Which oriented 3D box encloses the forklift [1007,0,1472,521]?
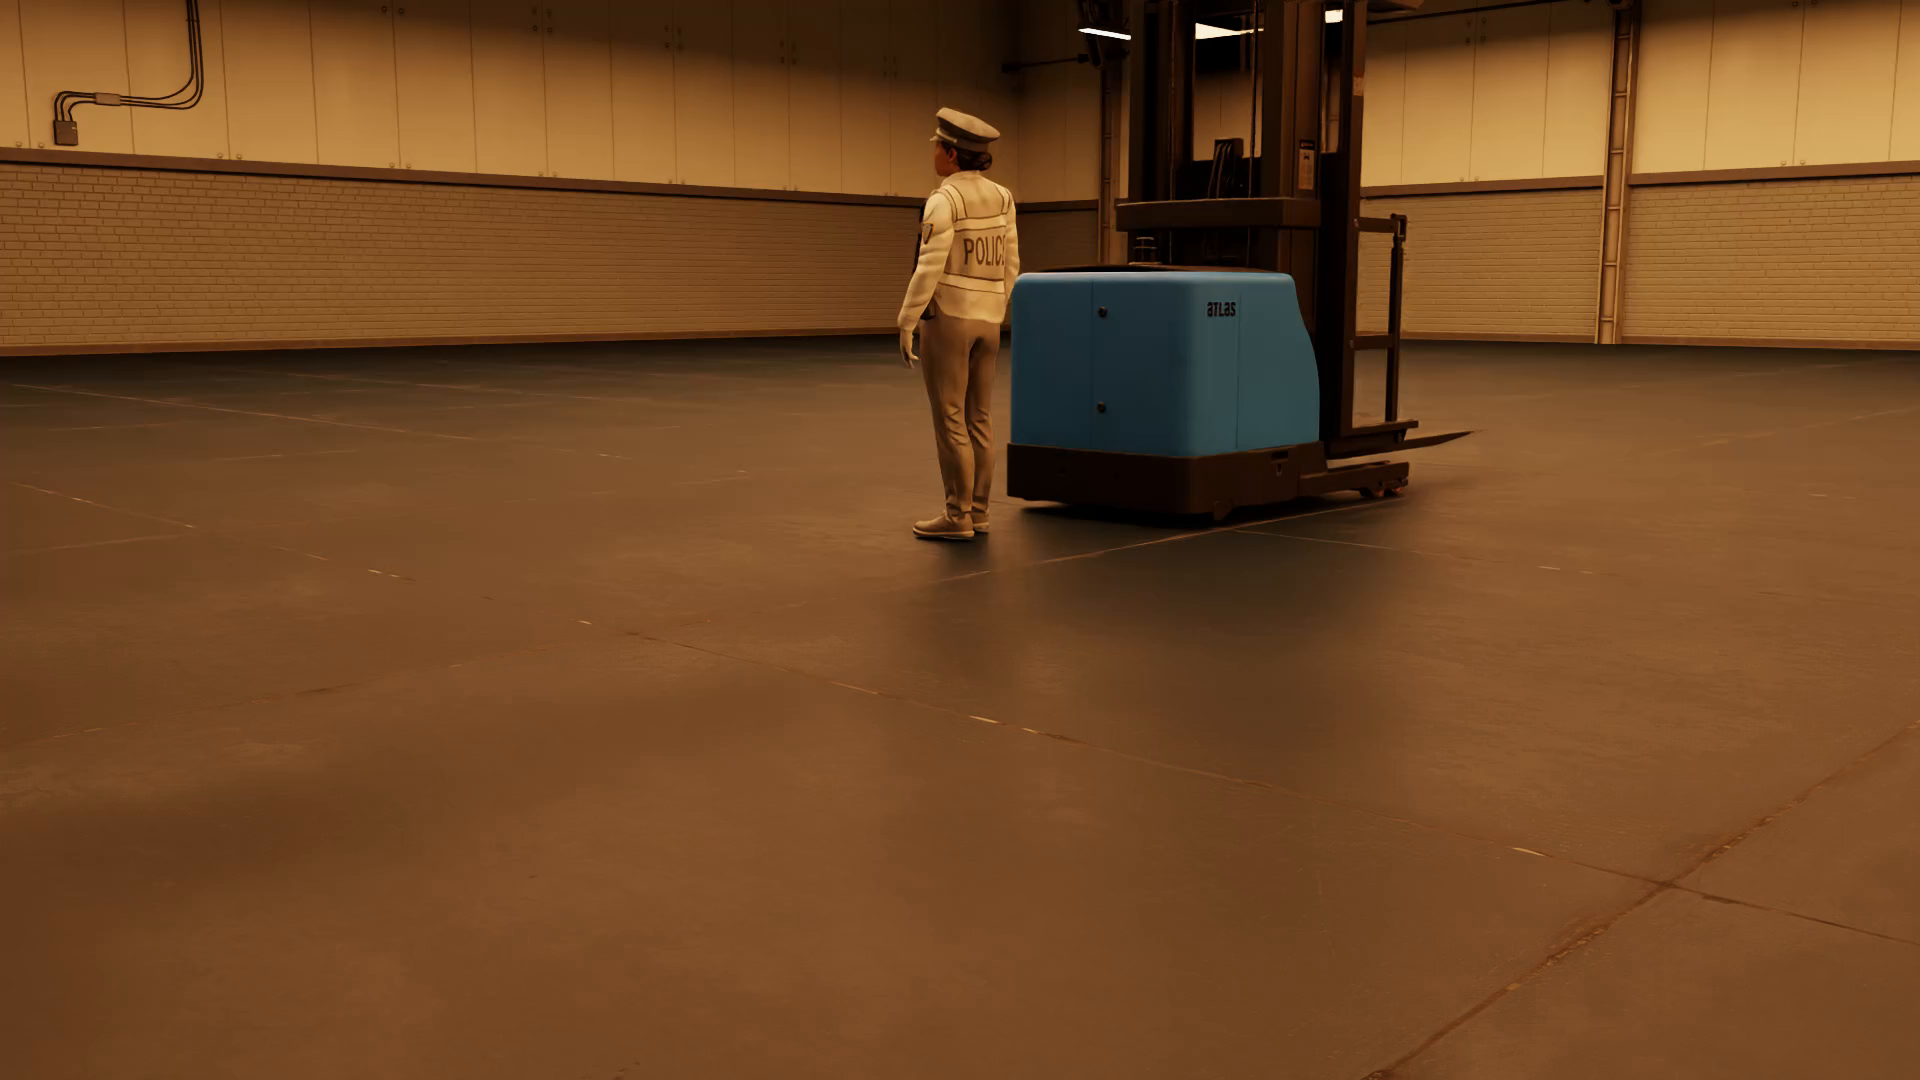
[{"bbox_3d":[1.575,-1.697,8.143,1.130,2.935,3.031,8,11,42],"label":"forklift"}]

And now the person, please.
[{"bbox_3d":[-0.049,-0.850,6.641,0.509,1.693,0.602,8,11,41],"label":"person"}]
